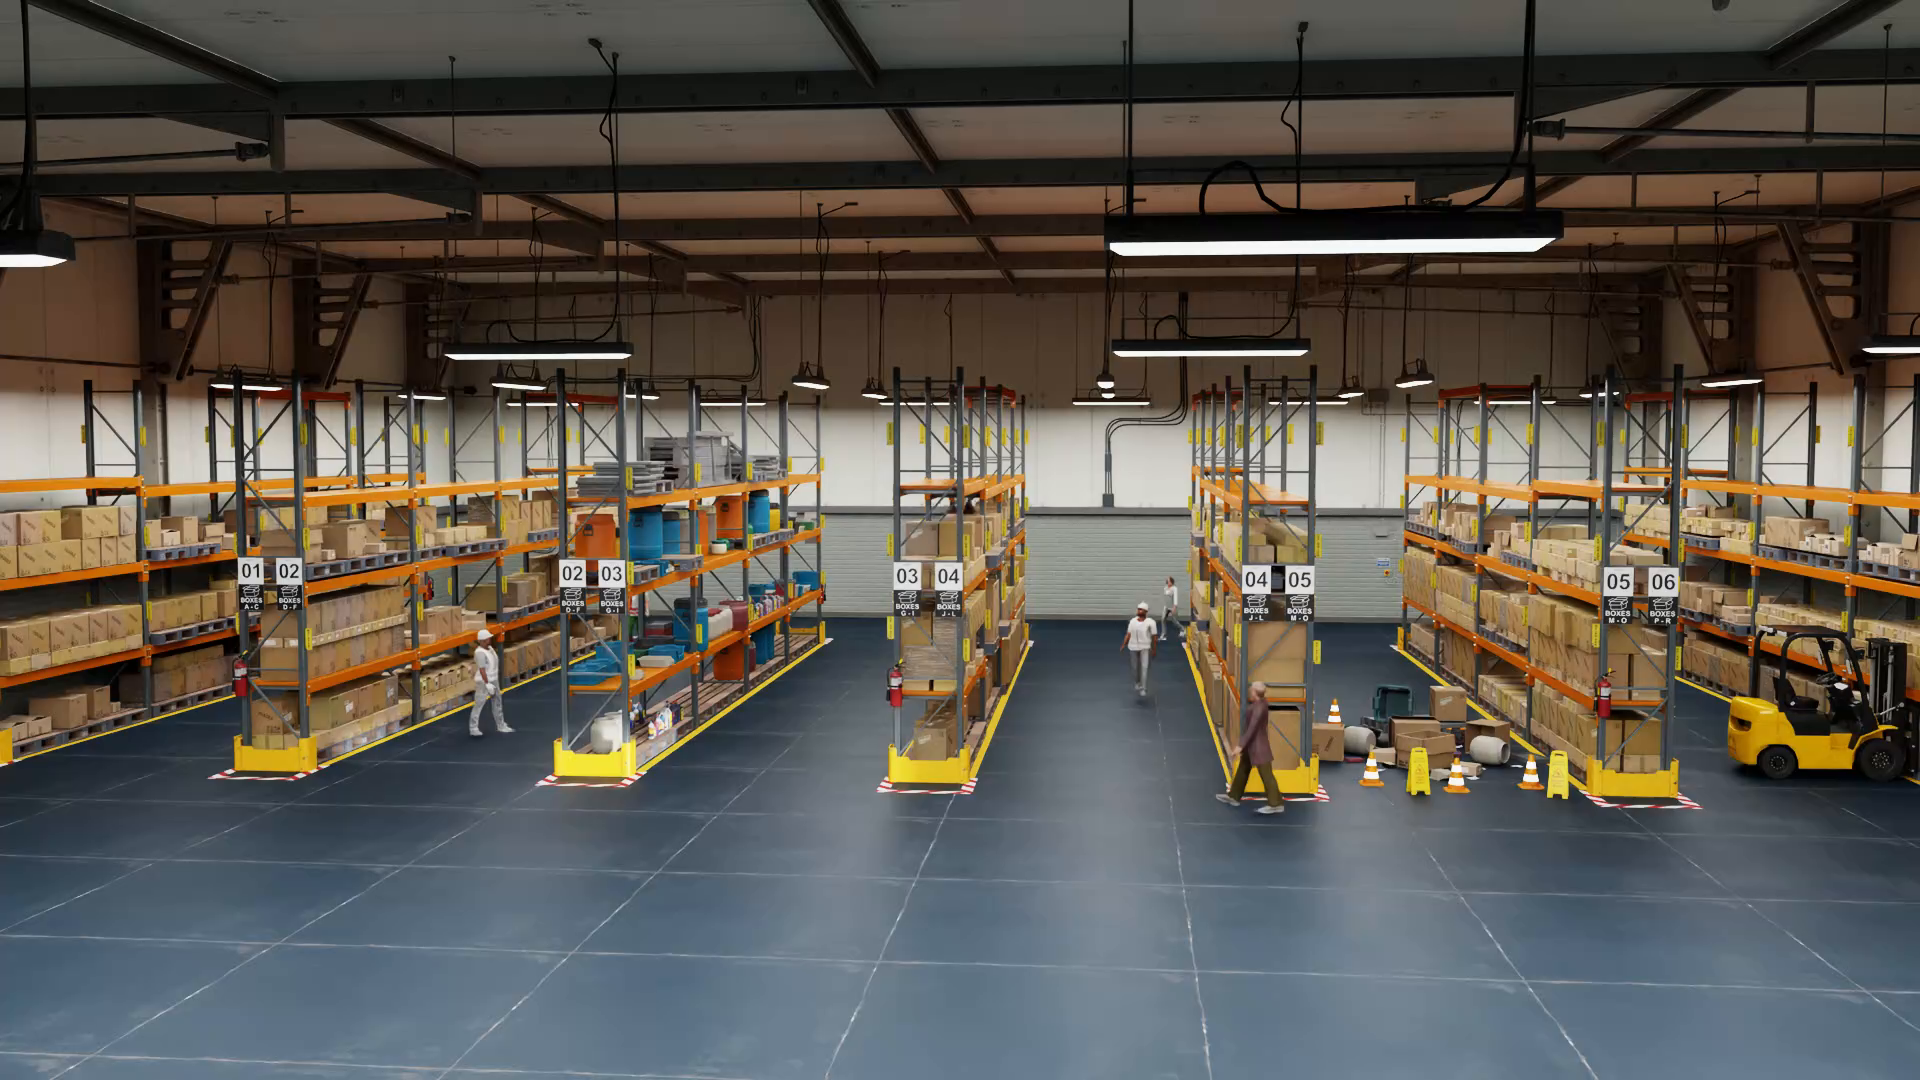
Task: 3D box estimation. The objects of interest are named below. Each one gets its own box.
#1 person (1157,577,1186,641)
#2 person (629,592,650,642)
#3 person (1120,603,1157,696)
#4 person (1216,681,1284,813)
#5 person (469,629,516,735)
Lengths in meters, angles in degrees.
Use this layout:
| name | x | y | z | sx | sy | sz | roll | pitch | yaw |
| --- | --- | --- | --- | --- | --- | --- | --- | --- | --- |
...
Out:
| name | x | y | z | sx | sy | sz | roll | pitch | yaw |
| --- | --- | --- | --- | --- | --- | --- | --- | --- | --- |
| person | 5.176 | 1.673 | 40.761 | 0.852 | 1.554 | 0.431 | -3 | 5 | -41 |
| person | -7.477 | 1.781 | 38.369 | 0.741 | 1.813 | 0.877 | 0 | 4 | 4 |
| person | 3.365 | 2.045 | 31.316 | 0.690 | 1.724 | 0.979 | 1 | 4 | 11 |
| person | 3.889 | 2.746 | 22.227 | 0.851 | 1.729 | 0.735 | 0 | 4 | 3 |
| person | -7.892 | 2.387 | 27.932 | 0.572 | 1.799 | 0.702 | 1 | 4 | 12 |
